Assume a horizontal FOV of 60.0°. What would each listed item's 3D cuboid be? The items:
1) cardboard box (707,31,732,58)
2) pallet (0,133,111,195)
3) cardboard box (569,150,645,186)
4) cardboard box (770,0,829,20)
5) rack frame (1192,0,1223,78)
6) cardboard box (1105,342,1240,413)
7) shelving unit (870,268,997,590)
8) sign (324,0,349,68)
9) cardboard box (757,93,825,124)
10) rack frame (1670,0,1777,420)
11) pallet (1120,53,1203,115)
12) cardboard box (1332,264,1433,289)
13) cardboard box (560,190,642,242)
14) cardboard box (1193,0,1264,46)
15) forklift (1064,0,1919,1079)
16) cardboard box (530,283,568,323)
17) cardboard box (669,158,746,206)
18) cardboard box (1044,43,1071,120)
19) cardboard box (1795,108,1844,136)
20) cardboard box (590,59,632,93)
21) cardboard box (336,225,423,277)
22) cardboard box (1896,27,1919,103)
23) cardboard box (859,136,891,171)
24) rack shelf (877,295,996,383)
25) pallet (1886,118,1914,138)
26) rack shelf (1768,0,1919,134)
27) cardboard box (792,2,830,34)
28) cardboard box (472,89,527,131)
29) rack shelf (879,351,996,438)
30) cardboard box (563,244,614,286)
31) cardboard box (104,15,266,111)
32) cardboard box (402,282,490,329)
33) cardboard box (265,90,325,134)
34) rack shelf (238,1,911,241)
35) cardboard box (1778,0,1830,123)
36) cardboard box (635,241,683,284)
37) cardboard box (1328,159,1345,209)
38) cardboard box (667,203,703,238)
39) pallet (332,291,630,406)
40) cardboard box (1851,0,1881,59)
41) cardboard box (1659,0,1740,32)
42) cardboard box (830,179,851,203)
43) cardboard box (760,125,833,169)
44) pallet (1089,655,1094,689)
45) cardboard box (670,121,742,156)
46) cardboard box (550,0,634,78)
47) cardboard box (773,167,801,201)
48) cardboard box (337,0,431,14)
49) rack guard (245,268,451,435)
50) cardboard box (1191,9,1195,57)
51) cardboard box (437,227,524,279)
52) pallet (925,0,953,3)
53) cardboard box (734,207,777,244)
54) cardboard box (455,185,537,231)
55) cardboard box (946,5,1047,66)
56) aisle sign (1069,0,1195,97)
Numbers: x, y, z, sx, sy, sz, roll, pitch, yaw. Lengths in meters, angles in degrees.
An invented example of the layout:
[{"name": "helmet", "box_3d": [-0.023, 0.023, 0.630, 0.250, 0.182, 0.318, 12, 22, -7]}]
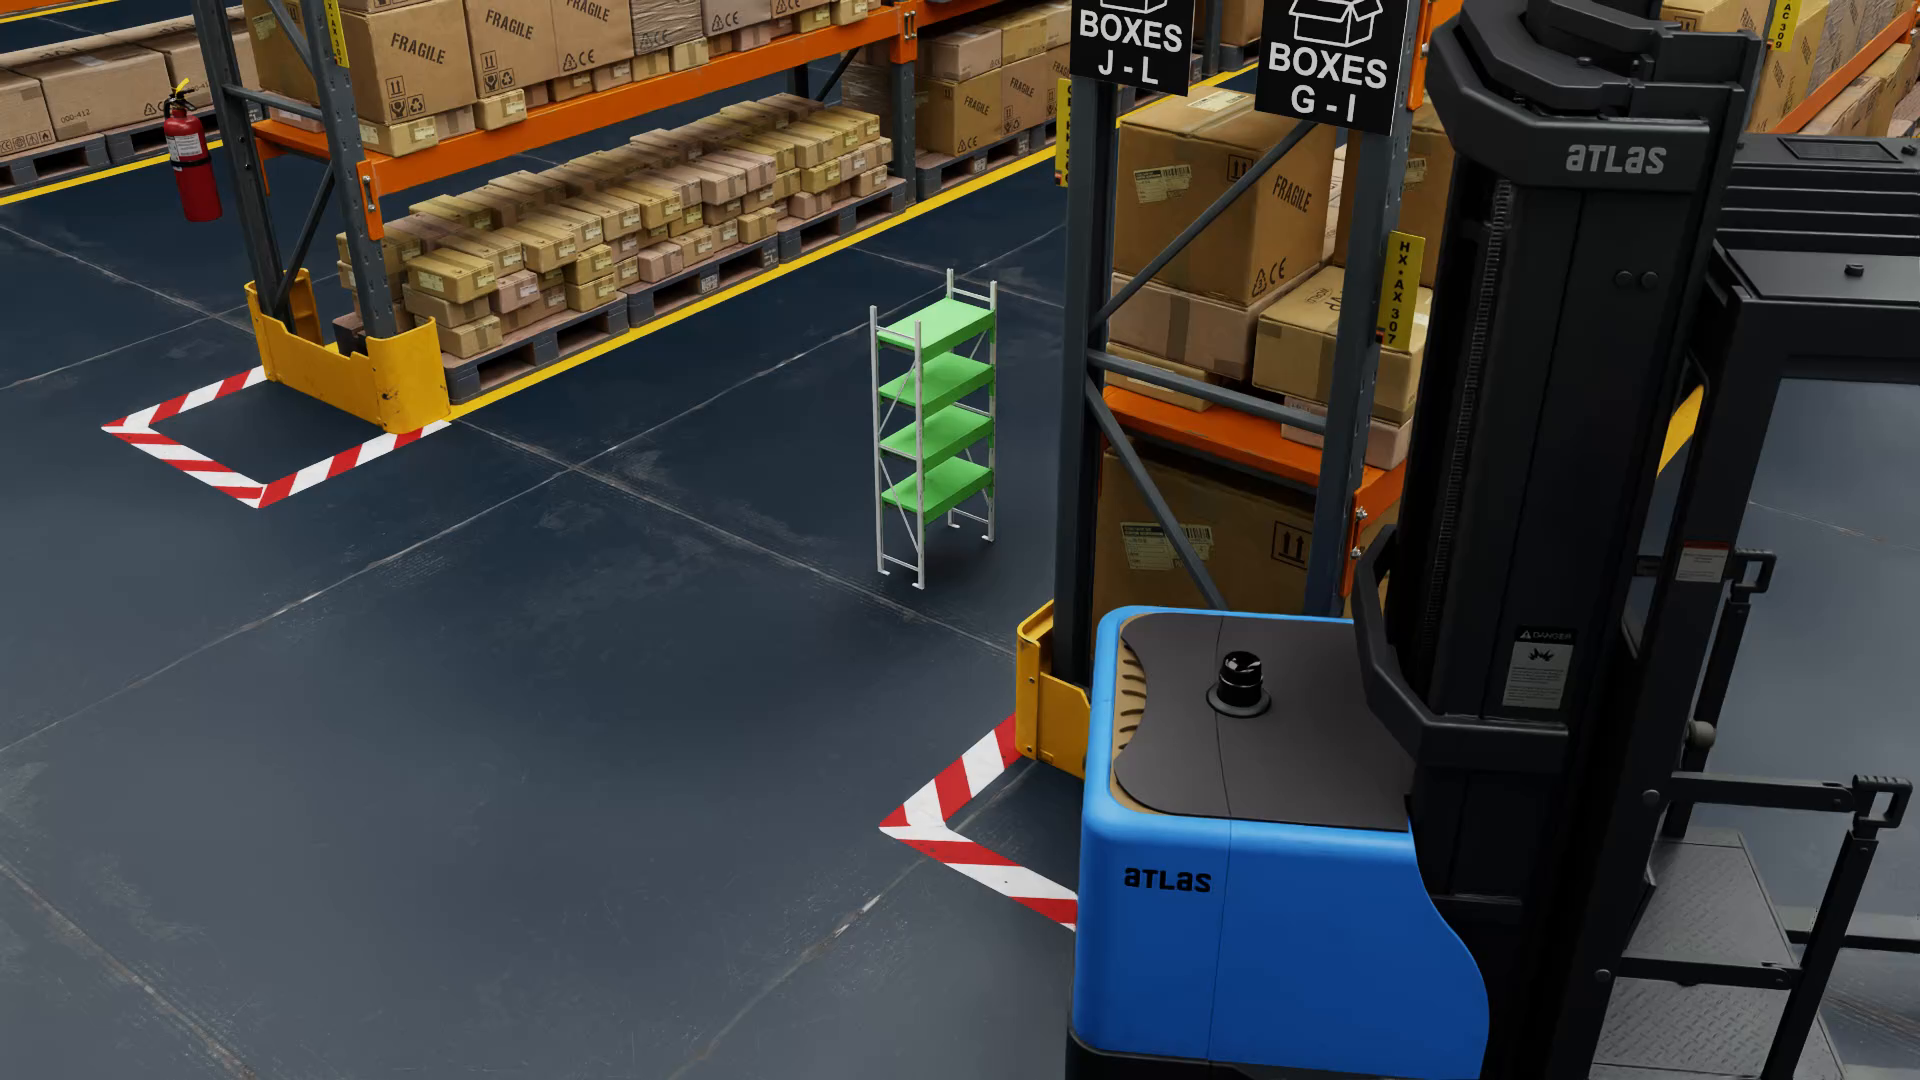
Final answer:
[{"name": "cardboard box", "box_3d": [-1.498, -2.807, 9.290, 0.380, 0.149, 0.250, 21, 36, 31]}, {"name": "pallet", "box_3d": [-6.725, -2.641, 11.500, 1.003, 0.211, 1.213, 21, 37, 31]}, {"name": "cardboard box", "box_3d": [-2.060, -2.142, 9.723, 0.380, 0.149, 0.250, 21, 37, 32]}, {"name": "cardboard box", "box_3d": [-1.104, -3.312, 9.507, 0.500, 0.500, 0.500, 20, 36, 30]}, {"name": "rack frame", "box_3d": [1.692, -5.261, 13.185, 1.000, 3.000, 0.127, 21, 37, 31]}, {"name": "cardboard box", "box_3d": [0.708, -0.580, 5.533, 0.380, 0.149, 0.250, 22, 37, 32]}, {"name": "shelving unit", "box_3d": [-0.100, -0.449, 6.831, 0.258, 1.200, 0.503, 21, 37, 31]}, {"name": "sign", "box_3d": [-2.705, -2.215, 7.196, 0.100, 0.325, 0.005, 21, 37, 31]}, {"name": "cardboard box", "box_3d": [-1.096, -2.769, 10.781, 0.380, 0.149, 0.250, 23, 38, 33]}, {"name": "rack frame", "box_3d": [3.170, -2.068, 7.797, 1.000, 3.000, 0.127, 21, 37, 31]}, {"name": "pallet", "box_3d": [1.219, -3.744, 13.361, 1.003, 0.211, 1.213, 21, 37, 31]}, {"name": "cardboard box", "box_3d": [1.569, -0.831, 5.565, 0.500, 0.250, 0.500, 21, 36, 31]}, {"name": "cardboard box", "box_3d": [-1.967, -1.776, 9.106, 0.380, 0.149, 0.250, 23, 37, 33]}, {"name": "cardboard box", "box_3d": [2.131, -4.694, 14.023, 1.050, 0.750, 0.750, 21, 36, 31]}, {"name": "forklift", "box_3d": [1.841, 0.175, 4.080, 3.031, 2.935, 1.130, 3, 31, 6]}, {"name": "cardboard box", "box_3d": [-2.329, -1.313, 8.907, 0.380, 0.149, 0.250, 22, 37, 32]}, {"name": "cardboard box", "box_3d": [-1.459, -2.068, 9.598, 0.380, 0.149, 0.250, 20, 36, 30]}, {"name": "cardboard box", "box_3d": [0.558, -3.392, 12.071, 0.500, 0.500, 0.500, 22, 37, 32]}, {"name": "cardboard box", "box_3d": [4.079, -1.964, 9.294, 1.225, 0.875, 0.875, 20, 36, 30]}, {"name": "cardboard box", "box_3d": [-1.953, -2.483, 8.744, 0.380, 0.149, 0.250, 20, 36, 30]}, {"name": "cardboard box", "box_3d": [-3.020, -1.513, 8.661, 0.380, 0.149, 0.250, 22, 37, 32]}, {"name": "cardboard box", "box_3d": [6.635, -3.548, 12.315, 0.700, 0.500, 0.500, 25, 39, 35]}, {"name": "cardboard box", "box_3d": [-0.660, -2.492, 10.605, 0.380, 0.149, 0.250, 22, 37, 32]}, {"name": "rack shelf", "box_3d": [-0.100, -0.807, 6.618, 0.258, 0.148, 0.480, 21, 37, 31]}, {"name": "pallet", "box_3d": [6.058, -2.811, 11.787, 1.003, 0.211, 1.213, 21, 37, 31]}, {"name": "rack shelf", "box_3d": [4.378, -2.571, 9.352, 1.077, 0.370, 4.000, 21, 37, 31]}, {"name": "cardboard box", "box_3d": [-0.986, -3.111, 9.803, 0.380, 0.149, 0.250, 23, 37, 33]}, {"name": "cardboard box", "box_3d": [-2.355, -2.141, 8.167, 0.380, 0.149, 0.250, 20, 36, 30]}, {"name": "rack shelf", "box_3d": [-0.100, -0.600, 6.741, 0.258, 0.148, 0.480, 21, 37, 31]}, {"name": "cardboard box", "box_3d": [-2.088, -1.517, 8.960, 0.380, 0.149, 0.250, 22, 37, 33]}, {"name": "cardboard box", "box_3d": [-5.735, -3.610, 12.500, 0.875, 0.438, 0.875, 20, 36, 30]}, {"name": "cardboard box", "box_3d": [-2.617, -1.226, 8.469, 0.380, 0.149, 0.250, 23, 38, 33]}, {"name": "cardboard box", "box_3d": [-3.166, -2.121, 8.133, 0.380, 0.149, 0.250, 21, 37, 31]}, {"name": "rack shelf", "box_3d": [-1.930, -2.513, 9.254, 1.077, 0.370, 4.000, 21, 37, 31]}, {"name": "cardboard box", "box_3d": [3.950, -2.425, 8.302, 0.500, 0.500, 0.500, 21, 37, 31]}, {"name": "cardboard box", "box_3d": [-1.789, -1.590, 9.376, 0.380, 0.149, 0.250, 19, 36, 29]}, {"name": "cardboard box", "box_3d": [1.450, -1.197, 6.183, 0.500, 0.250, 0.500, 20, 36, 30]}, {"name": "cardboard box", "box_3d": [-1.702, -1.884, 9.580, 0.380, 0.149, 0.250, 23, 38, 33]}, {"name": "pallet", "box_3d": [-2.573, -1.160, 9.000, 1.003, 0.211, 1.213, 21, 37, 31]}, {"name": "cardboard box", "box_3d": [4.868, -3.047, 9.351, 0.500, 0.500, 0.500, 20, 36, 30]}, {"name": "cardboard box", "box_3d": [2.800, -1.982, 6.773, 0.500, 0.500, 0.500, 22, 37, 32]}, {"name": "cardboard box", "box_3d": [-0.912, -2.245, 10.481, 0.380, 0.149, 0.250, 22, 37, 33]}, {"name": "cardboard box", "box_3d": [-0.997, -2.401, 10.161, 0.380, 0.149, 0.250, 21, 36, 31]}, {"name": "pallet", "box_3d": [1.176, 0.409, 6.354, 1.003, 0.211, 1.213, 21, 37, 31]}, {"name": "cardboard box", "box_3d": [-1.562, -2.445, 10.234, 0.380, 0.149, 0.250, 20, 36, 30]}, {"name": "cardboard box", "box_3d": [-2.038, -2.699, 8.471, 0.500, 0.500, 0.500, 22, 37, 32]}, {"name": "cardboard box", "box_3d": [-1.190, -2.192, 10.099, 0.380, 0.149, 0.250, 21, 37, 32]}, {"name": "cardboard box", "box_3d": [-2.655, -2.711, 7.512, 0.500, 0.500, 0.500, 21, 36, 31]}, {"name": "rack guard", "box_3d": [-3.092, -0.965, 8.388, 1.175, 0.500, 0.348, 21, 37, 31]}, {"name": "cardboard box", "box_3d": [1.503, -4.019, 13.129, 0.500, 0.500, 0.500, 21, 37, 31]}, {"name": "cardboard box", "box_3d": [-2.480, -1.477, 8.601, 0.380, 0.149, 0.250, 22, 37, 32]}, {"name": "pallet", "box_3d": [-0.146, -3.819, 10.940, 1.003, 0.211, 1.213, 21, 37, 31]}, {"name": "cardboard box", "box_3d": [-1.313, -1.905, 9.906, 0.380, 0.149, 0.250, 21, 37, 31]}, {"name": "cardboard box", "box_3d": [-2.561, -1.827, 9.192, 0.380, 0.149, 0.250, 20, 36, 29]}, {"name": "cardboard box", "box_3d": [0.253, -3.500, 11.517, 0.500, 0.250, 0.500, 22, 37, 33]}, {"name": "aisle sign", "box_3d": [0.473, -1.623, 4.497, 0.394, 0.787, 0.004, 21, 37, 31]}]
